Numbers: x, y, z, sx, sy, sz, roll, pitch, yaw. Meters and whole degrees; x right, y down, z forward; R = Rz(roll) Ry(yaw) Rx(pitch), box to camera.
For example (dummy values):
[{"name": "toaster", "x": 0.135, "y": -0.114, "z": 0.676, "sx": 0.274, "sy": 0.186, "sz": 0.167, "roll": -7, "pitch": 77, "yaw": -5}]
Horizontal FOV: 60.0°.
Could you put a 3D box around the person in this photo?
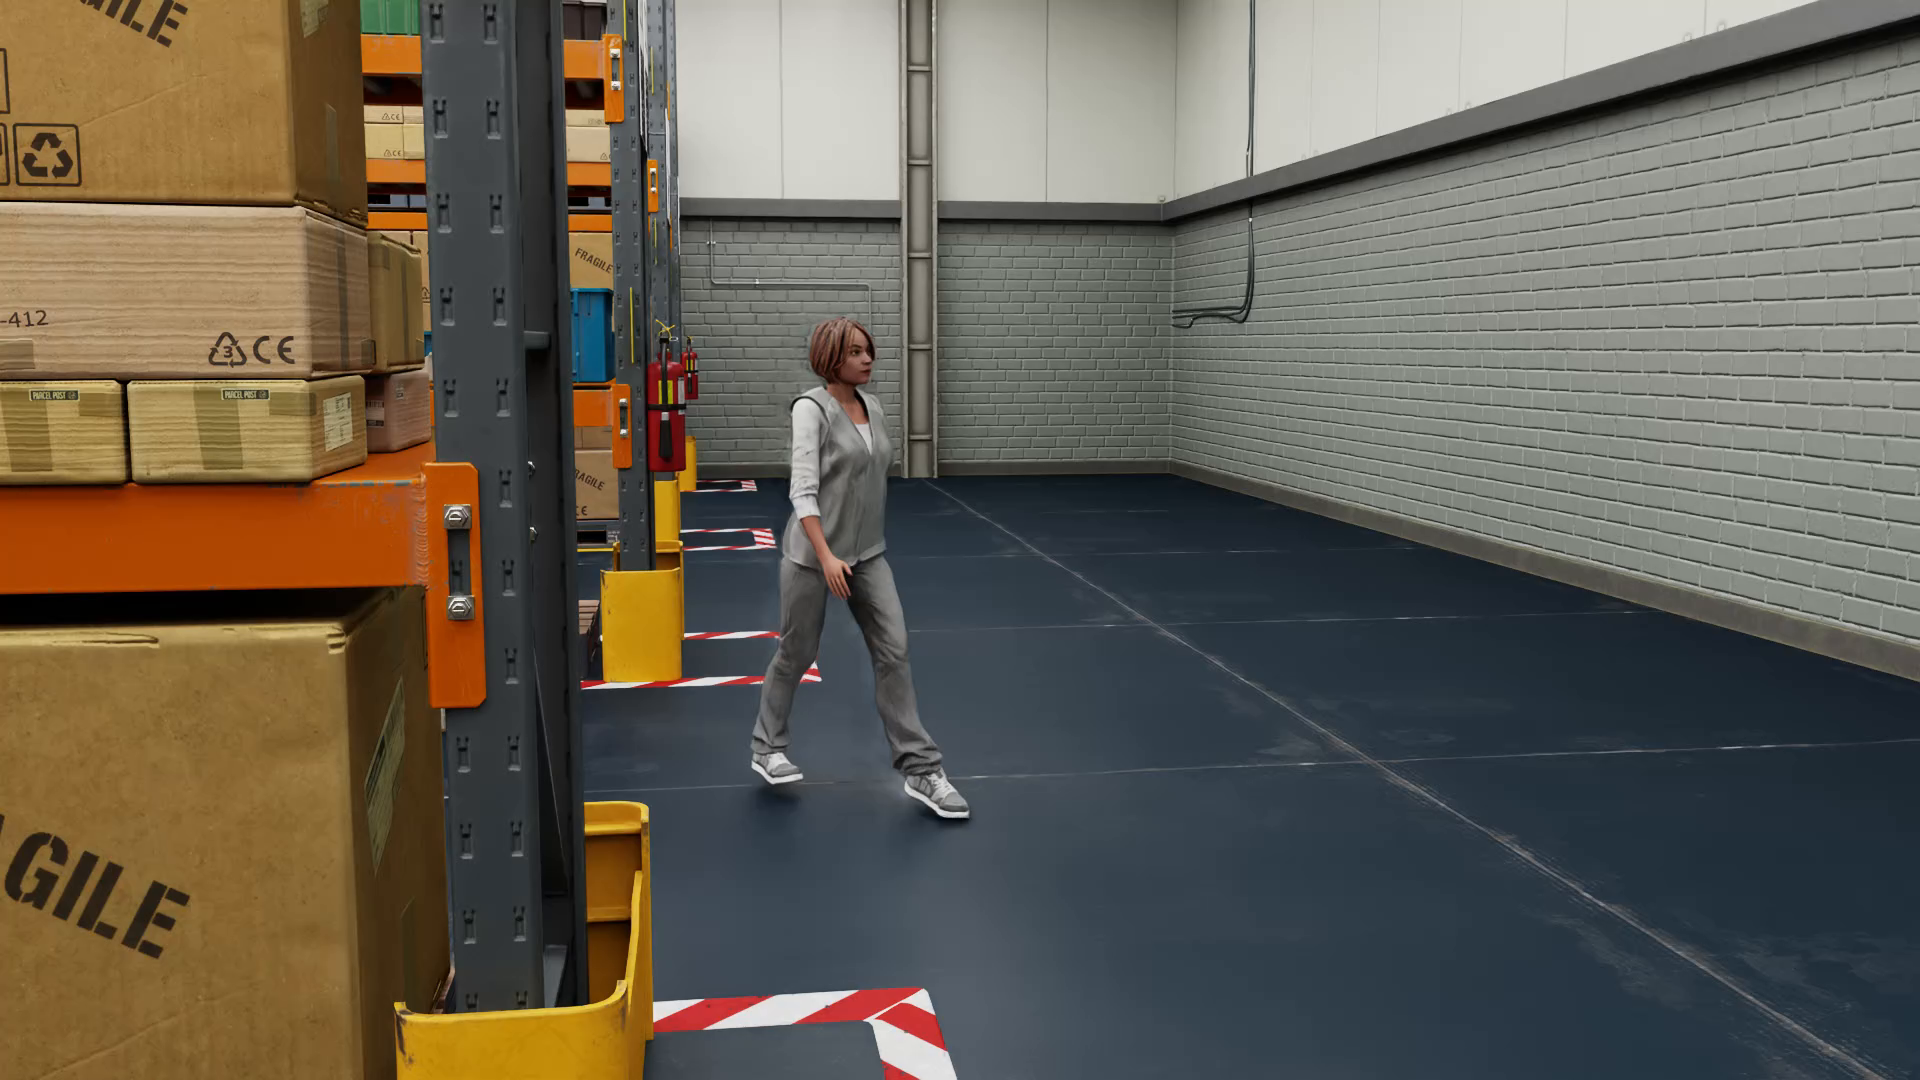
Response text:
[{"name": "person", "x": -0.362, "y": 0.071, "z": 5.375, "sx": 0.862, "sy": 1.577, "sz": 0.462, "roll": 6, "pitch": 9, "yaw": 44}]
